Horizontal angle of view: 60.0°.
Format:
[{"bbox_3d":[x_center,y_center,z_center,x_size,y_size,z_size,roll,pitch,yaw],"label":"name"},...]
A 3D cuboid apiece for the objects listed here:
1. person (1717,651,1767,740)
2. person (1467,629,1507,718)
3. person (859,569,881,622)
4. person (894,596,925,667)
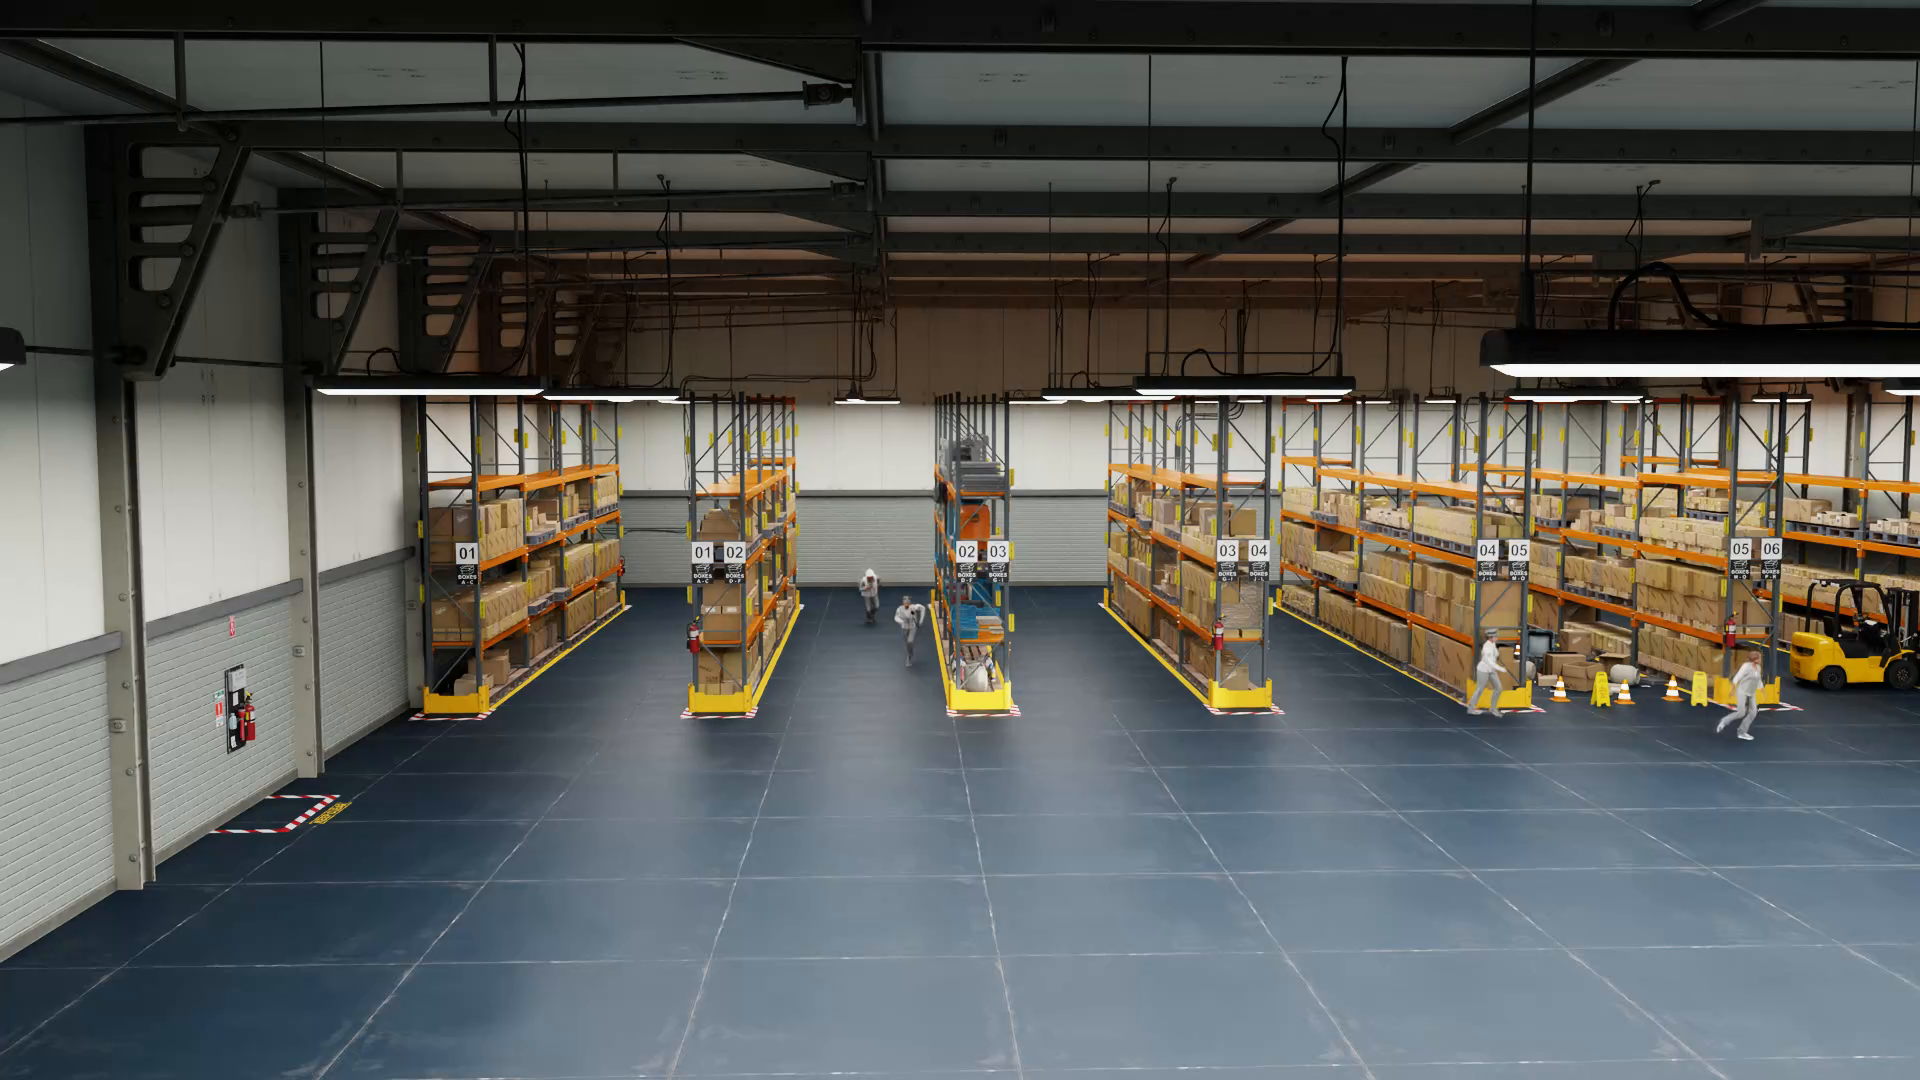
[{"bbox_3d":[13.499,2.654,28.701,0.589,1.542,0.619,-3,5,-29],"label":"person"},{"bbox_3d":[9.718,2.455,30.638,0.506,1.674,0.692,-4,6,-44],"label":"person"},{"bbox_3d":[-2.365,1.464,43.815,0.643,1.484,0.984,-1,5,-16],"label":"person"},{"bbox_3d":[-1.102,2.012,36.879,0.649,1.612,0.950,1,5,8],"label":"person"}]
